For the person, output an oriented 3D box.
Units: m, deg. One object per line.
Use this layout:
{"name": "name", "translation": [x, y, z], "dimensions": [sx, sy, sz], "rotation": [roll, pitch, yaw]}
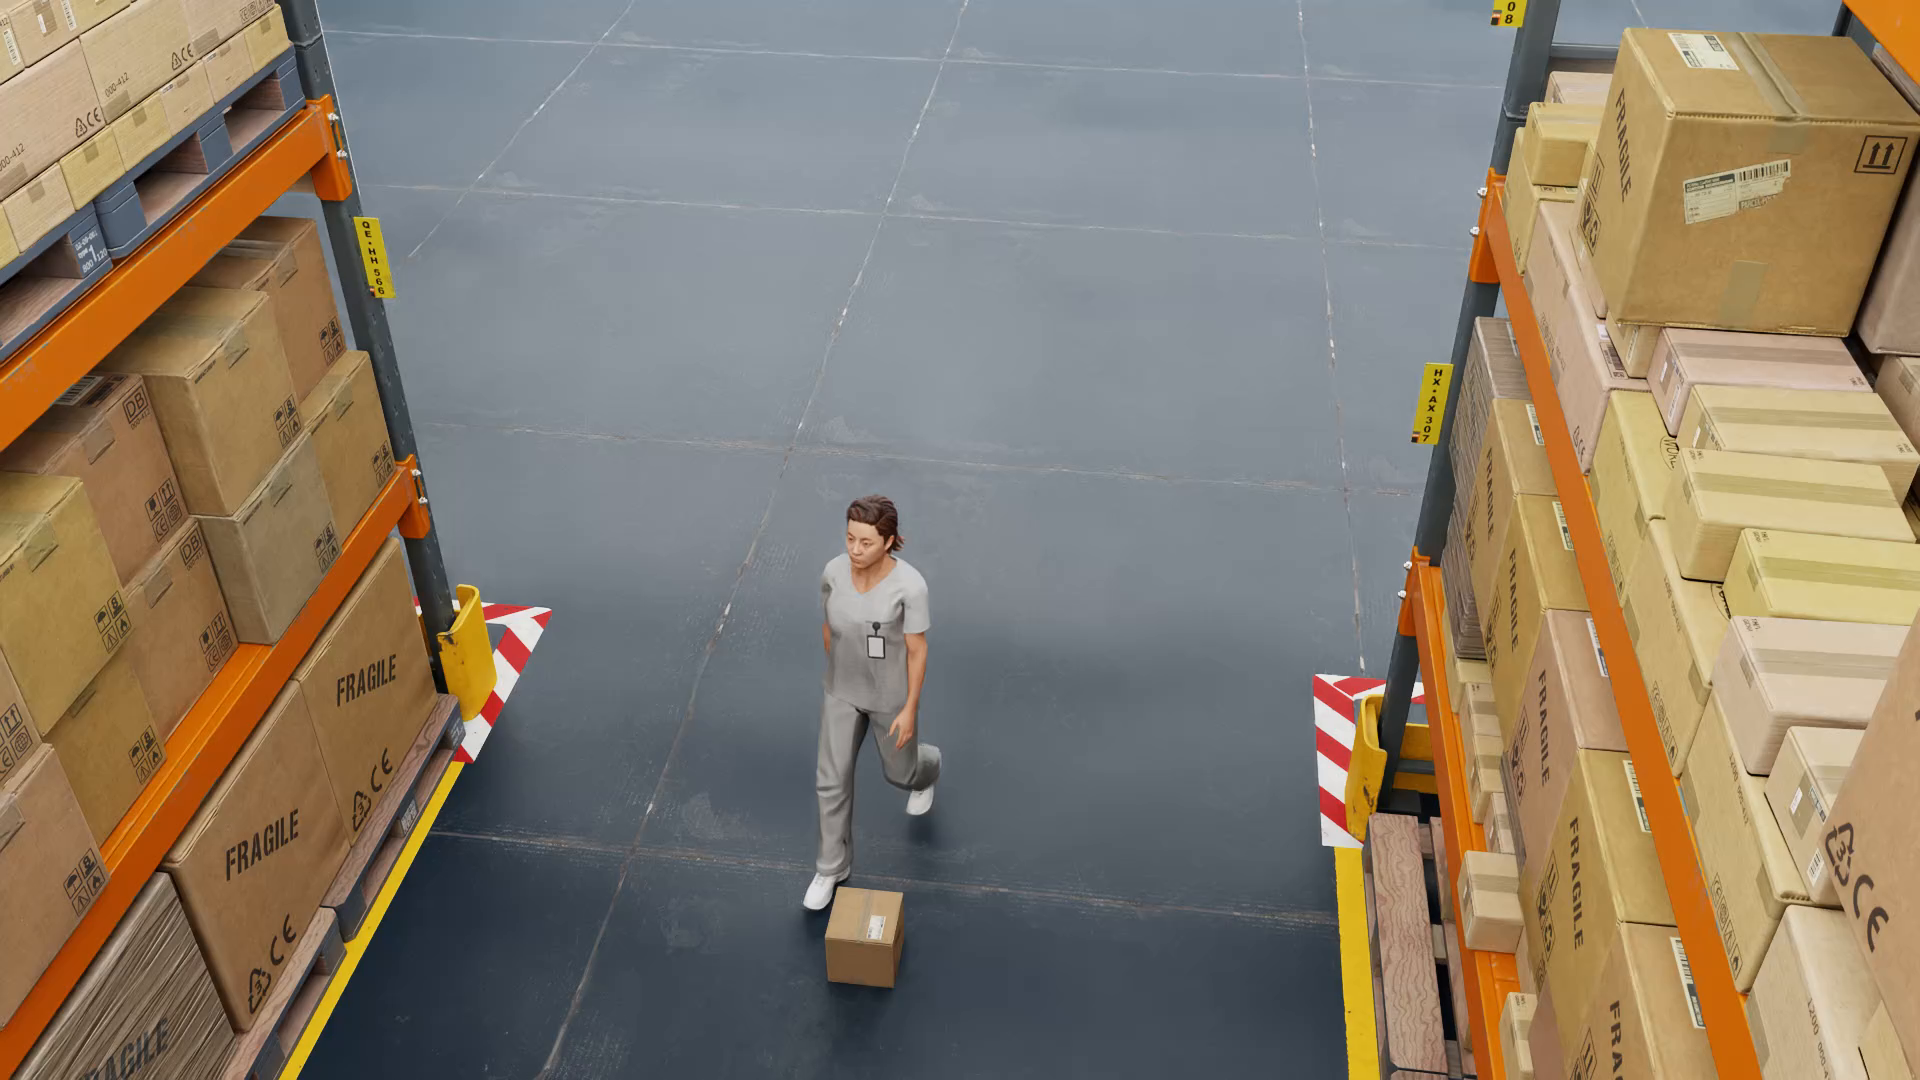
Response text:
{"name": "person", "translation": [-0.339, 0.583, 6.252], "dimensions": [0.446, 1.635, 0.857], "rotation": [10, 37, 14]}
